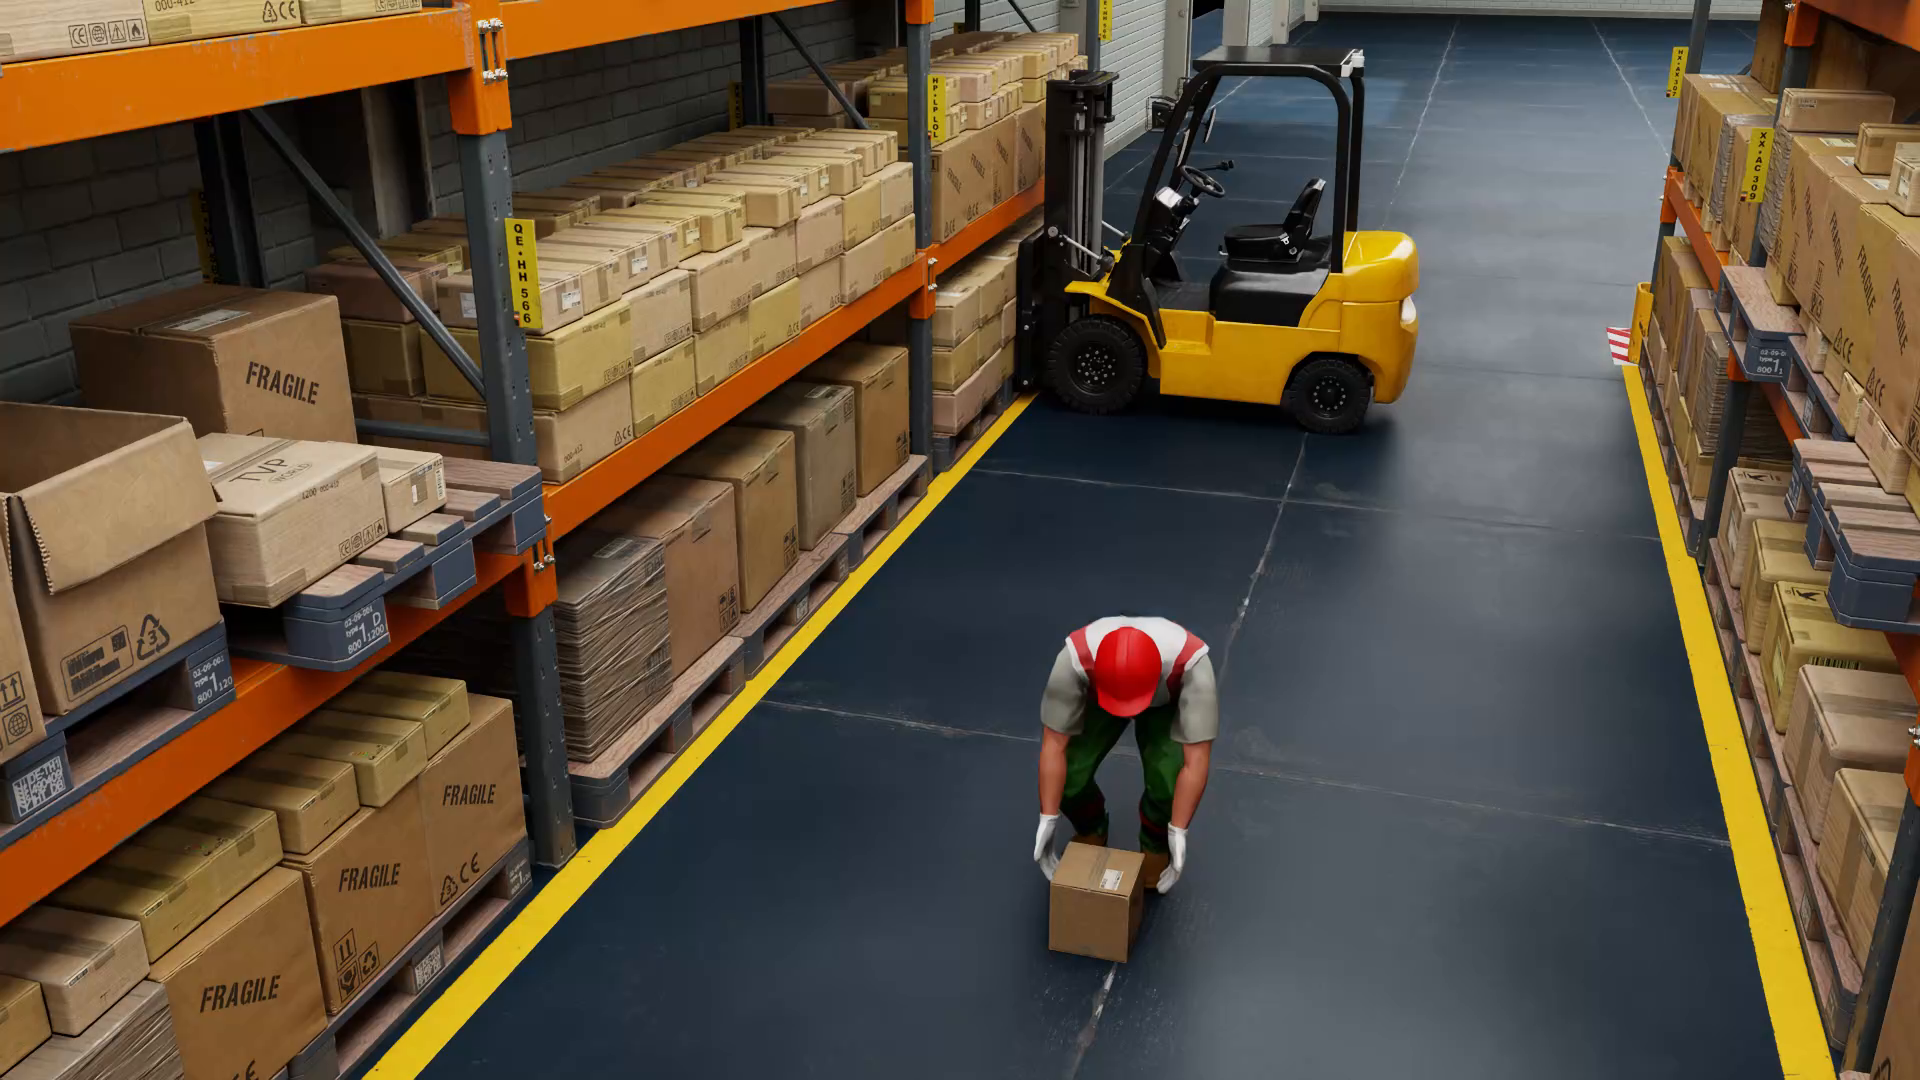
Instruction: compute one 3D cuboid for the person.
[{"bbox_3d":[0.566,0.642,5.426,0.579,1.065,0.870,6,23,16],"label":"person"}]
